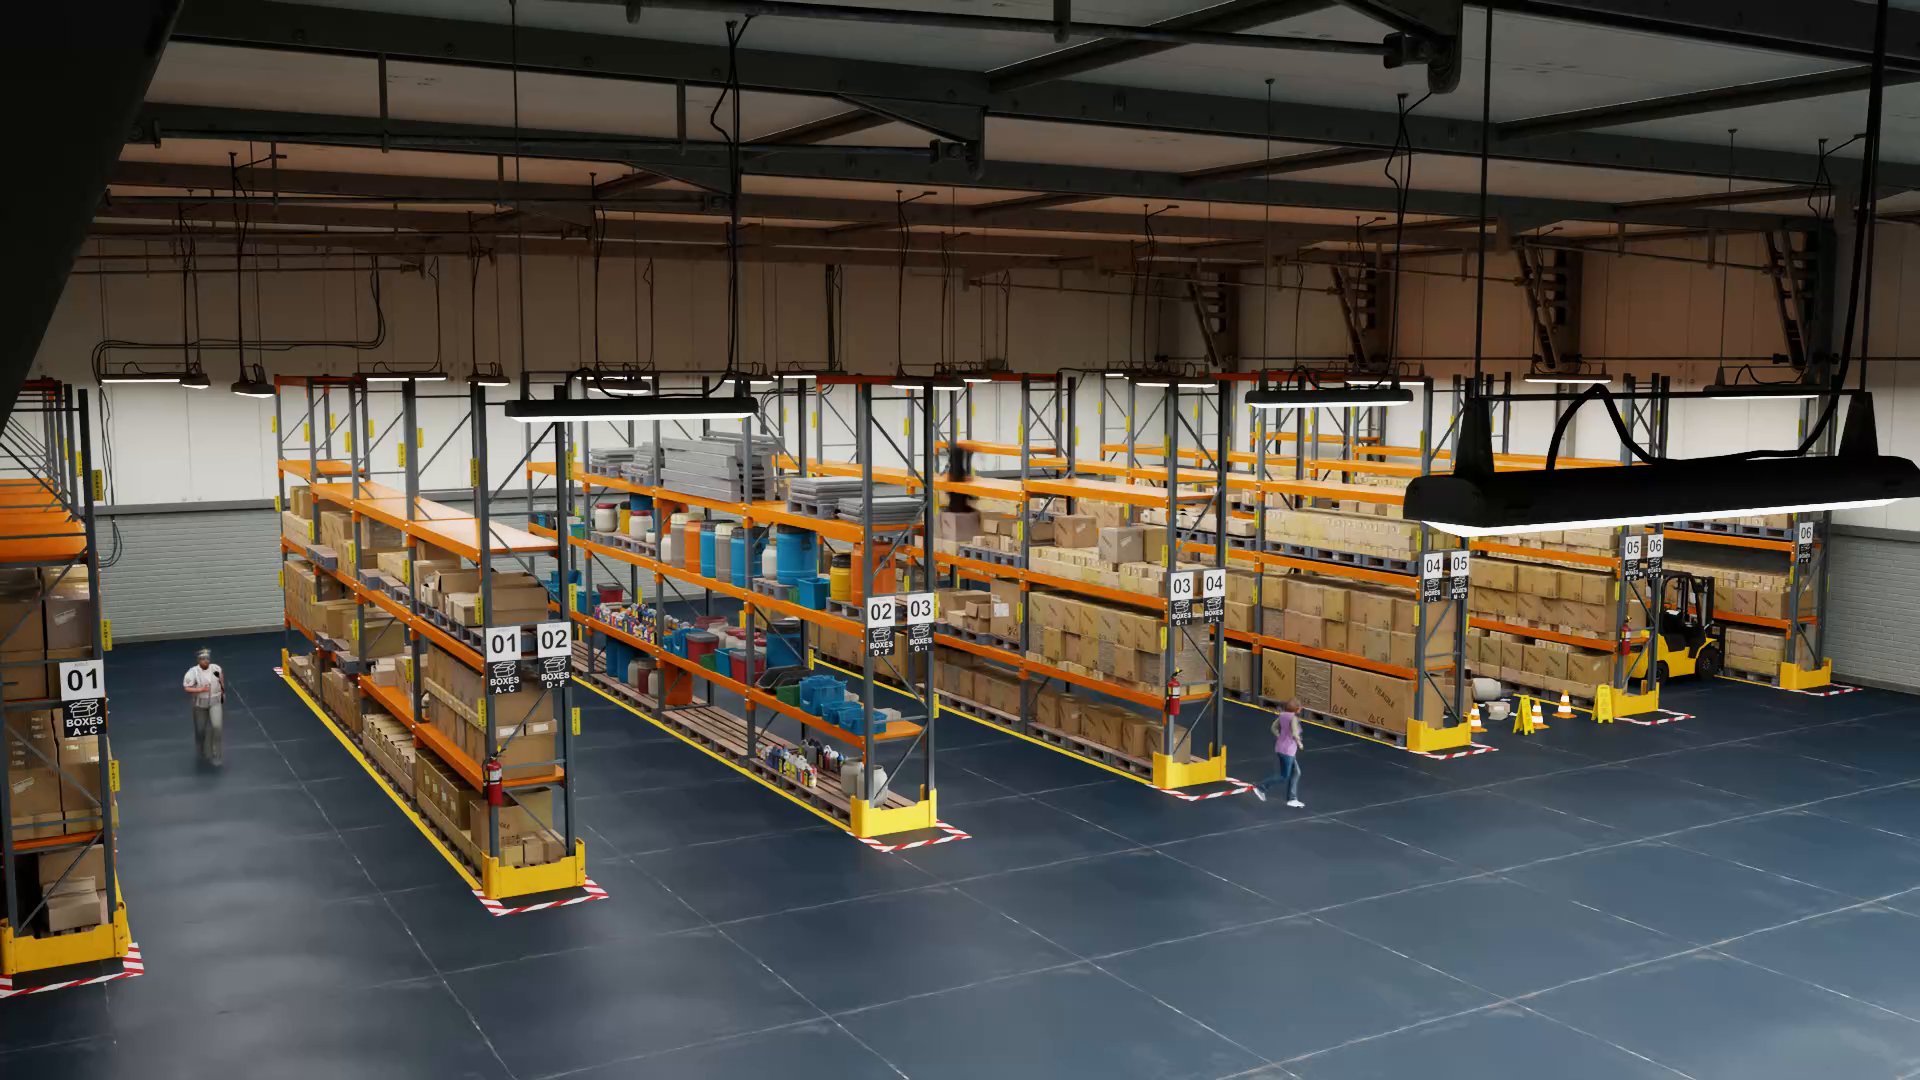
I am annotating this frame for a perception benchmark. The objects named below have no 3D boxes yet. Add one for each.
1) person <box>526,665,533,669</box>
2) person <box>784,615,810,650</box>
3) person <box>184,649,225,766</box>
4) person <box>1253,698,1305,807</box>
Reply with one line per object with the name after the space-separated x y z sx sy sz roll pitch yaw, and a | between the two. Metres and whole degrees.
-7.227 2.547 26.947 0.696 1.689 0.686 6 8 42 | person
-3.171 1.968 31.830 0.570 1.657 0.835 -4 7 -33 | person
-11.823 2.602 26.057 0.613 1.839 0.890 -4 7 -32 | person
4.509 3.005 23.405 0.726 1.551 0.528 0 6 -2 | person
